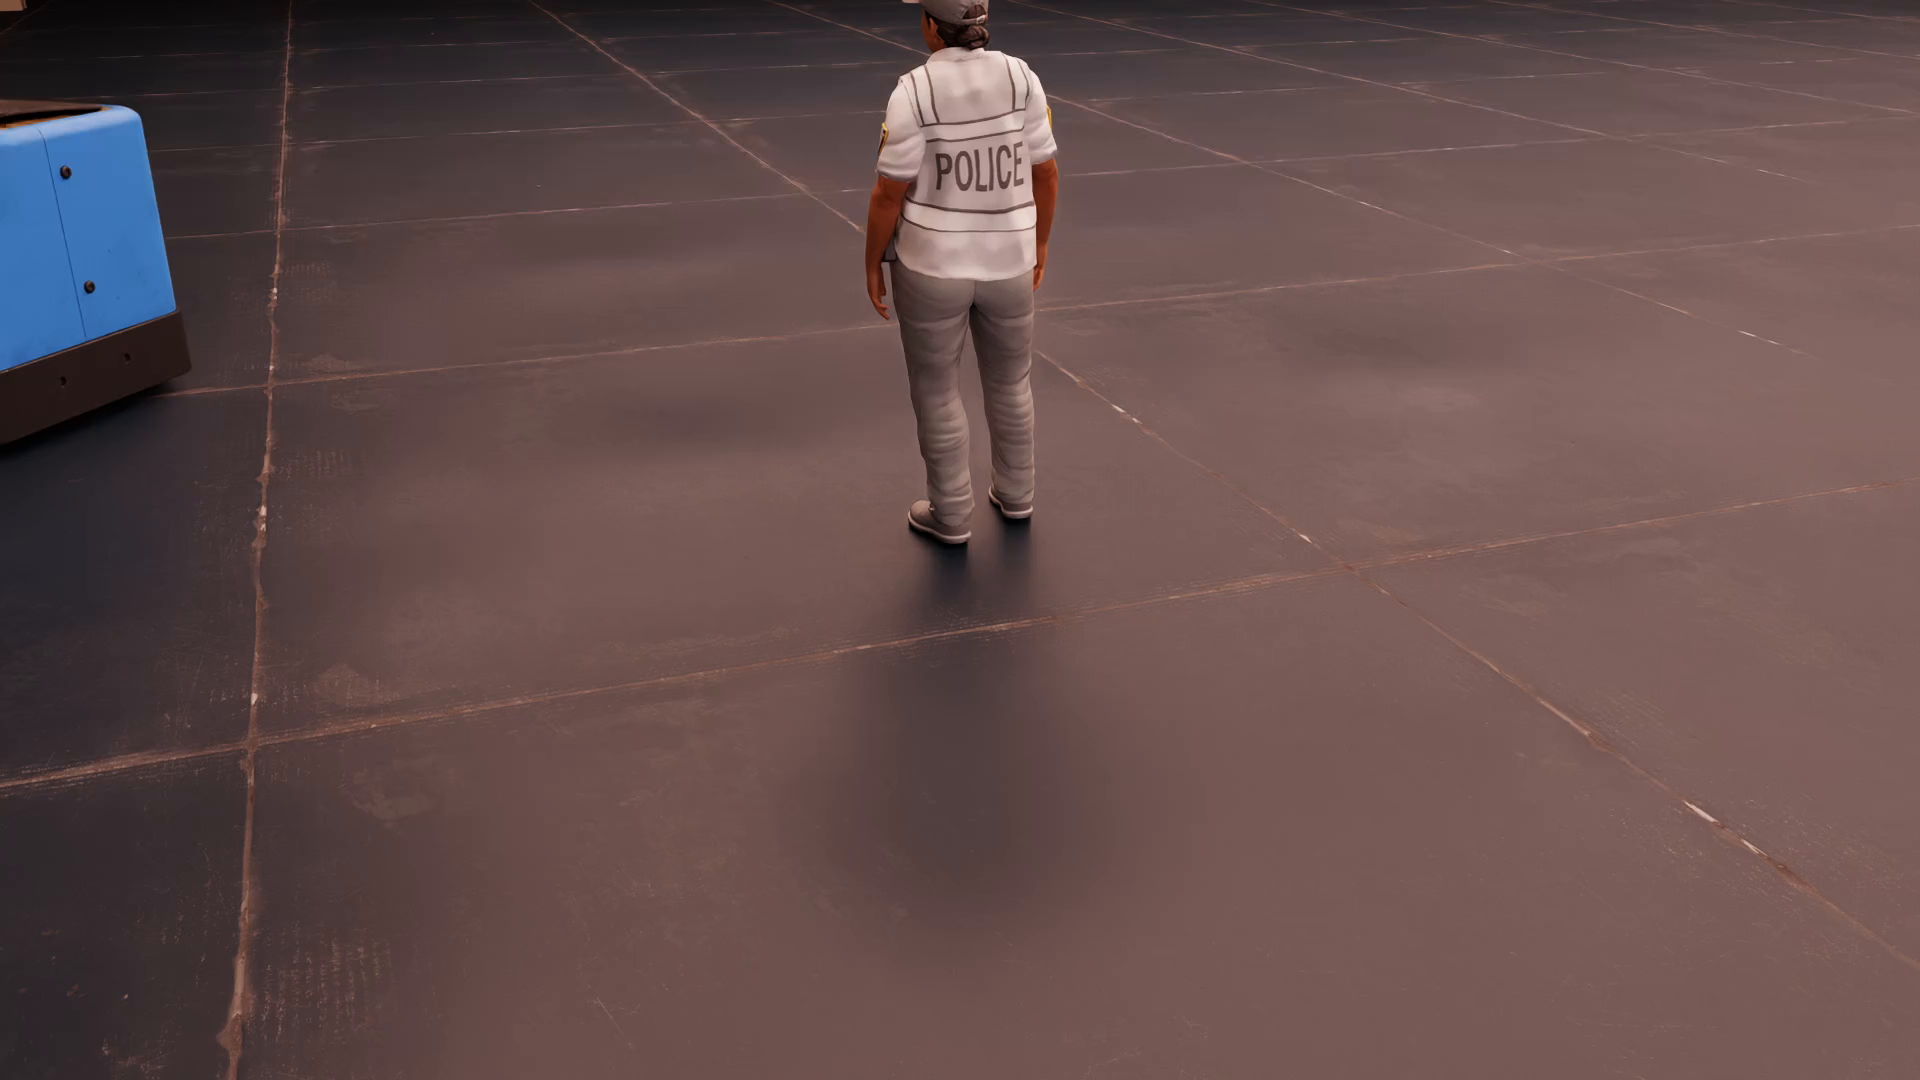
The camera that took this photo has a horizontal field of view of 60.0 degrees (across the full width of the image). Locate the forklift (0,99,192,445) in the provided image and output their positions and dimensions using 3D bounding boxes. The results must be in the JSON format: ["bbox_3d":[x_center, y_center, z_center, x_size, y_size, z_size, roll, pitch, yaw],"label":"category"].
[{"bbox_3d":[-4.561,-1.953,5.941,3.031,2.935,1.130,7,24,16],"label":"forklift"}]

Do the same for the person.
[{"bbox_3d":[-0.005,-0.806,4.827,0.599,1.670,0.529,-8,24,-18],"label":"person"}]
